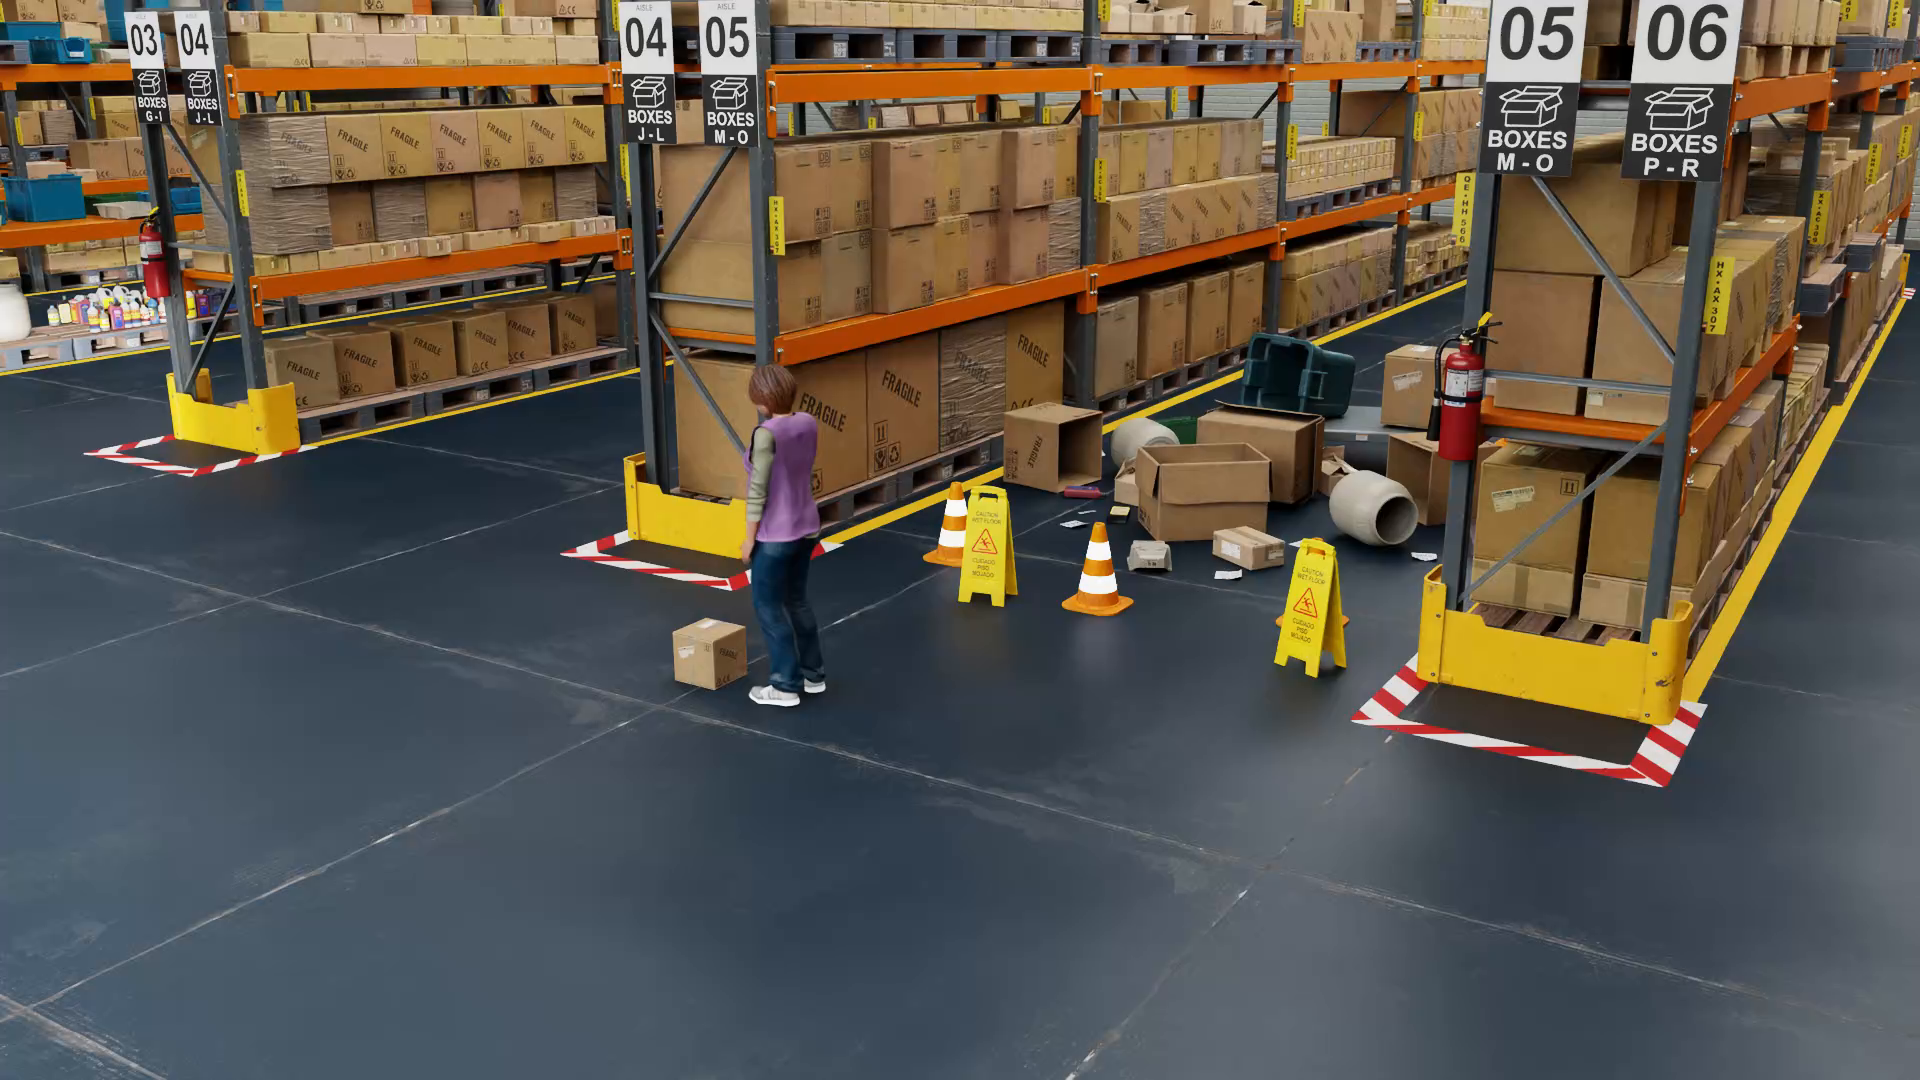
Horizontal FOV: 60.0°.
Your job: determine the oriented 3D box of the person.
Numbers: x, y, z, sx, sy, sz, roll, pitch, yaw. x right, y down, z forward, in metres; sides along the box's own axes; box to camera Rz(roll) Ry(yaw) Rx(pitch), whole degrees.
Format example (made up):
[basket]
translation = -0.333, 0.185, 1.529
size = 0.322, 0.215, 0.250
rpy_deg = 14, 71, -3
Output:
[person]
translation = -0.819, -0.013, 7.617
size = 0.301, 1.593, 0.408
rpy_deg = 10, 19, 31
